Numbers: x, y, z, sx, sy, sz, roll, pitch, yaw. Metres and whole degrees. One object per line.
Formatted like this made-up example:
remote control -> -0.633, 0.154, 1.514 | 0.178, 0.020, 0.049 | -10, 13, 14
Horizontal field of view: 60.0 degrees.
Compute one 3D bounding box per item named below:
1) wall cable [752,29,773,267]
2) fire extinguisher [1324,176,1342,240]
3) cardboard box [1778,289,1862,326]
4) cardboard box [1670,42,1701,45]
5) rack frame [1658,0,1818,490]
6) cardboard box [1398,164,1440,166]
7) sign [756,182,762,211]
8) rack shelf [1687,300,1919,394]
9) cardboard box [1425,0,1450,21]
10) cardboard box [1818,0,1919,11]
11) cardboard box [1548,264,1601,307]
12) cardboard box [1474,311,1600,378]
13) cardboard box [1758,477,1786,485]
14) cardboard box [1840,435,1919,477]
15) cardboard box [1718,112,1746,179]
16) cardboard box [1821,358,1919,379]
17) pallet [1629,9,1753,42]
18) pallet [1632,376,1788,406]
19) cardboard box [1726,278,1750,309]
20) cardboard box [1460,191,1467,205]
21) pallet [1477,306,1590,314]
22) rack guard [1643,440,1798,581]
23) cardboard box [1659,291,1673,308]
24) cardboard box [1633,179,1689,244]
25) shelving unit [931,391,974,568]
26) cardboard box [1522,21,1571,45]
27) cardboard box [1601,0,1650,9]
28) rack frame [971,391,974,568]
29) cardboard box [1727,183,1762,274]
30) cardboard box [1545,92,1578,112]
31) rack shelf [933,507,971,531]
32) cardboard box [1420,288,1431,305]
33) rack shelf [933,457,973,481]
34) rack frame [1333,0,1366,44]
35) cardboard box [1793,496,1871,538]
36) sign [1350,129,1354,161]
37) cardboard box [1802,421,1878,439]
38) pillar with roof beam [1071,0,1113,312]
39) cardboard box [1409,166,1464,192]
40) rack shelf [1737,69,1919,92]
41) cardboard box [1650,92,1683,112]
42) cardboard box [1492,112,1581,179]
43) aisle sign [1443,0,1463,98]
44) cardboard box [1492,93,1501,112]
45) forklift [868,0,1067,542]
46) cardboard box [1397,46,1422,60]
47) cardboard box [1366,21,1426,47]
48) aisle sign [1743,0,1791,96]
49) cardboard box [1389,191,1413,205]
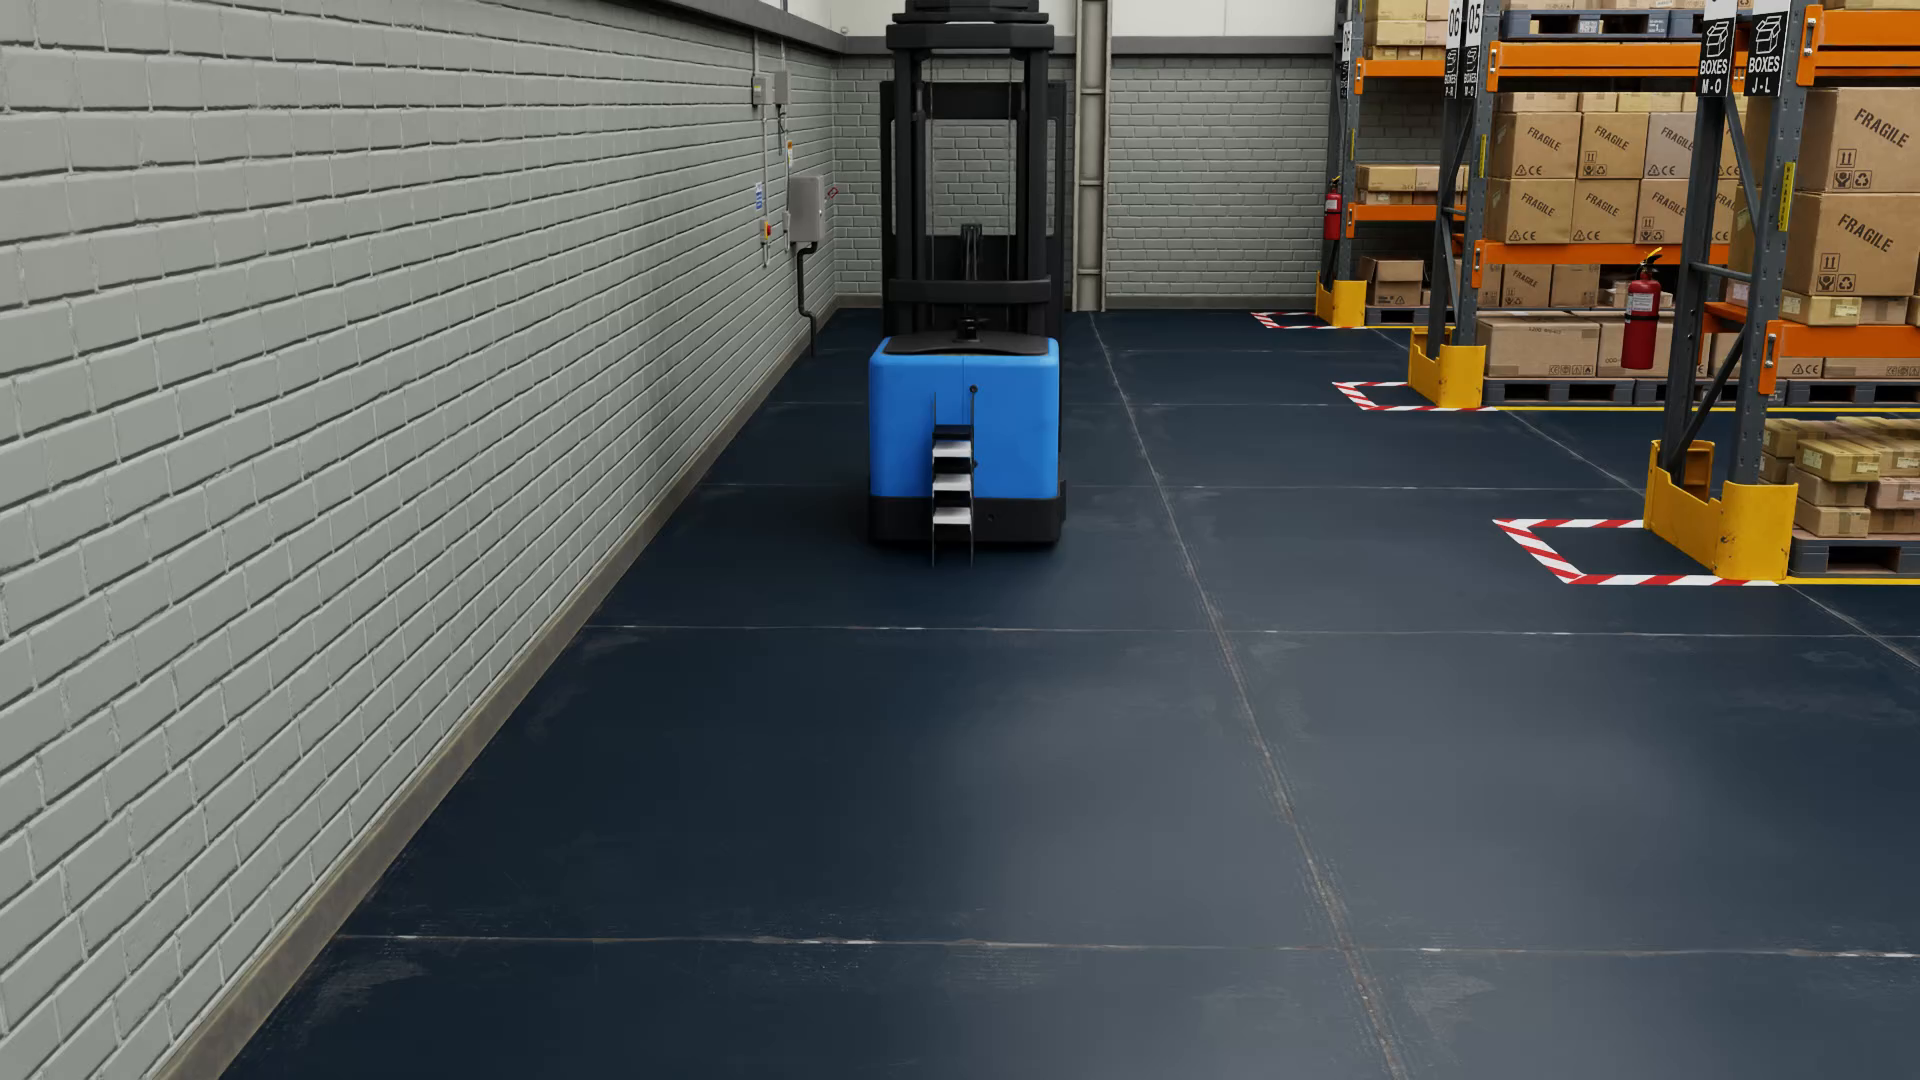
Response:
wall cable -> -1.577, -3.191, 13.503 | 0.123, 1.953, 0.585 | 0, 15, 1
fire extinguisher -> 4.025, -3.586, 17.933 | 0.183, 0.674, 0.296 | 0, 15, 1
cardboard box -> 4.351, -1.184, 8.440 | 0.250, 0.149, 0.380 | 0, 15, 1
cardboard box -> 7.694, -5.355, 17.588 | 0.500, 0.250, 0.500 | 0, 15, 2
rack frame -> 4.035, -1.391, 8.733 | 0.127, 3.000, 1.000 | 0, 15, 1
cardboard box -> 5.166, -4.052, 18.531 | 0.500, 0.250, 0.500 | 0, 15, 2
sign -> -1.639, -2.804, 13.558 | 0.001, 0.218, 0.327 | 0, 15, 1
rack shelf -> 6.035, -1.030, 8.776 | 4.000, 0.370, 1.077 | 0, 15, 1
cardboard box -> 5.129, -5.608, 17.569 | 0.500, 0.250, 0.500 | 0, 15, 1
cardboard box -> 4.478, -2.701, 8.112 | 0.500, 0.250, 0.500 | 1, 15, 3
cardboard box -> 6.684, -2.864, 18.393 | 0.500, 0.500, 0.700 | 0, 15, -1
cardboard box -> 4.723, -1.640, 13.874 | 0.875, 0.438, 0.875 | 0, 15, 0
cardboard box -> 4.567, -0.266, 9.232 | 0.250, 0.149, 0.380 | 1, 15, 2
cardboard box -> 4.829, -0.442, 8.736 | 0.250, 0.149, 0.380 | 1, 15, 2
cardboard box -> 6.063, -3.104, 13.070 | 0.500, 0.500, 0.500 | 0, 15, 2
cardboard box -> 7.434, -1.624, 13.814 | 0.875, 0.438, 0.875 | 0, 15, 1
pallet -> 6.025, -4.052, 13.113 | 1.213, 0.211, 1.003 | 0, 15, 1
pallet -> 6.078, -1.312, 13.899 | 1.213, 0.211, 1.003 | 0, 15, 1
cardboard box -> 4.368, -1.340, 9.030 | 0.250, 0.149, 0.380 | 0, 15, 1
cardboard box -> 5.541, -3.726, 18.076 | 0.250, 0.149, 0.380 | 1, 15, 2
pallet -> 6.273, -2.558, 18.621 | 1.213, 0.211, 1.003 | 0, 15, 1
rack guard -> 4.111, -0.182, 9.050 | 0.348, 0.500, 1.175 | 0, 15, 1
cardboard box -> 7.618, -2.647, 18.260 | 0.250, 0.149, 0.380 | 0, 15, 0
cardboard box -> 5.548, -2.622, 13.203 | 0.500, 0.500, 0.500 | 0, 15, 1
shelving unit -> -0.036, -0.322, 8.793 | 0.210, 0.900, 0.258 | 1, 15, 3
cardboard box -> 6.158, -5.367, 17.634 | 0.500, 0.250, 0.500 | 0, 15, 1
cardboard box -> 5.143, -4.169, 12.854 | 0.250, 0.149, 0.380 | 1, 15, 3
rack frame -> 0.065, -0.320, 8.788 | 0.006, 0.900, 0.240 | 1, 15, 3
cardboard box -> 4.491, -1.646, 8.920 | 0.500, 0.500, 0.500 | 1, 15, 3
cardboard box -> 4.672, -3.443, 13.083 | 0.250, 0.149, 0.380 | 1, 15, 3
rack shelf -> -0.036, -0.115, 8.848 | 0.200, 0.077, 0.258 | 1, 15, 3
cardboard box -> 5.216, -2.704, 18.474 | 0.250, 0.149, 0.380 | 0, 15, -1
rack shelf -> -0.036, -0.376, 8.778 | 0.200, 0.077, 0.258 | 1, 15, 3
rack frame -> 4.184, -6.821, 17.553 | 0.127, 3.000, 1.000 | 0, 15, 1
cardboard box -> 4.551, -0.131, 8.721 | 0.250, 0.149, 0.380 | 1, 15, 3
sign -> 4.170, -4.200, 17.684 | 0.005, 0.325, 0.100 | 0, 15, 1
cardboard box -> 4.821, -0.548, 9.138 | 0.250, 0.149, 0.380 | 1, 15, 3
pillar with roof beam -> 1.401, -5.970, 14.330 | 0.400, 9.000, 9.100 | 0, 15, 1
cardboard box -> 5.134, -3.917, 18.016 | 0.500, 0.250, 0.500 | 1, 15, 2
rack shelf -> 10.182, -4.984, 17.879 | 4.000, 0.370, 1.077 | 0, 15, 1
cardboard box -> 5.457, -3.427, 13.022 | 0.250, 0.149, 0.380 | 1, 15, 2
cardboard box -> 4.533, -3.110, 13.093 | 0.500, 0.500, 0.500 | 0, 15, 0
aisle sign -> 3.997, -3.991, 13.490 | 0.004, 0.787, 0.394 | 0, 15, 1
cardboard box -> 4.425, -3.548, 13.482 | 0.250, 0.149, 0.380 | 1, 15, 2
forklift -> 0.091, -1.726, 10.138 | 1.130, 2.935, 3.031 | 1, 15, 3
cardboard box -> 4.759, -5.193, 17.754 | 0.250, 0.149, 0.380 | 1, 15, 2
cardboard box -> 4.620, -5.369, 17.642 | 0.500, 0.250, 0.500 | 0, 15, 1
aisle sign -> 3.955, -2.572, 8.114 | 0.004, 0.787, 0.394 | 0, 15, 1
cardboard box -> 4.761, -3.737, 18.116 | 0.250, 0.149, 0.380 | 1, 15, 3
